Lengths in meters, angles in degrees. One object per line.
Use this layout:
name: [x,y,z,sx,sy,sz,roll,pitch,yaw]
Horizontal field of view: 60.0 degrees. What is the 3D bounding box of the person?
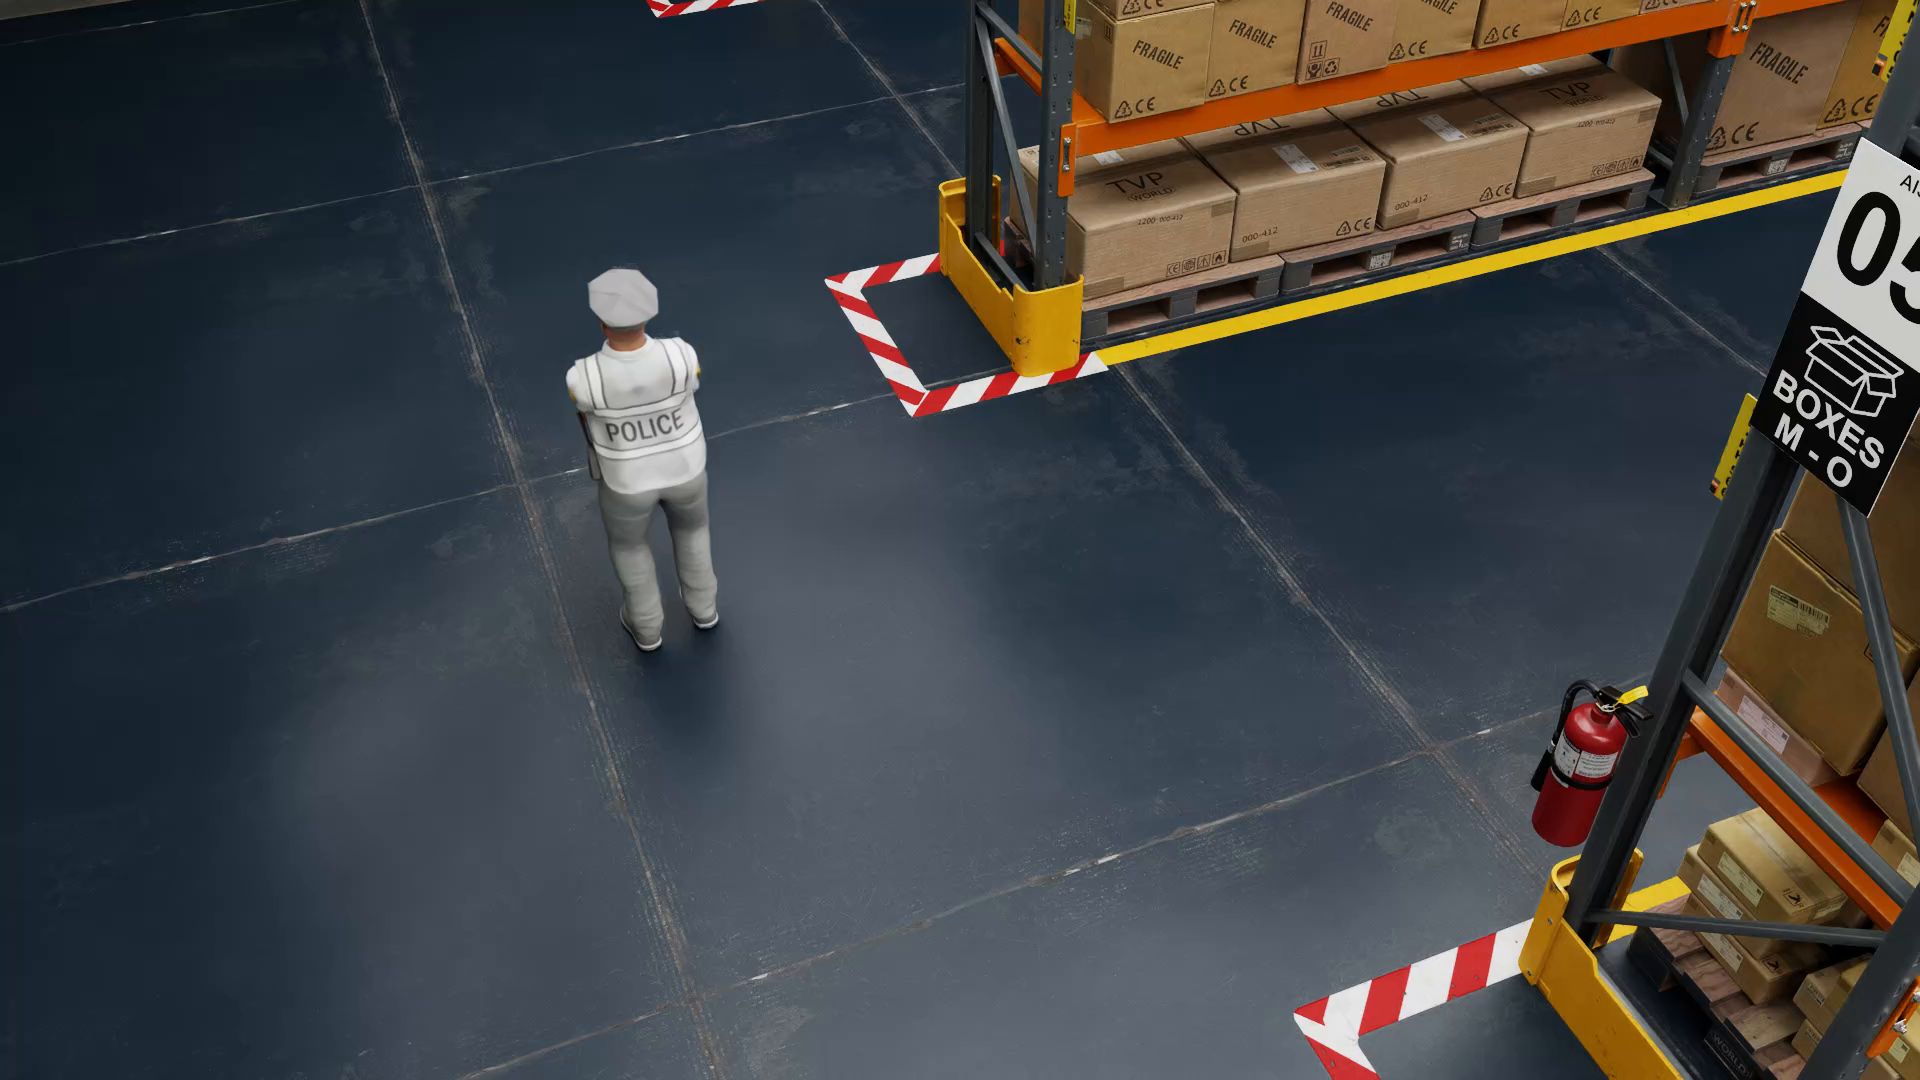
person: [-1.246,-0.341,6.529,0.494,1.768,0.556,-15,44,-16]
